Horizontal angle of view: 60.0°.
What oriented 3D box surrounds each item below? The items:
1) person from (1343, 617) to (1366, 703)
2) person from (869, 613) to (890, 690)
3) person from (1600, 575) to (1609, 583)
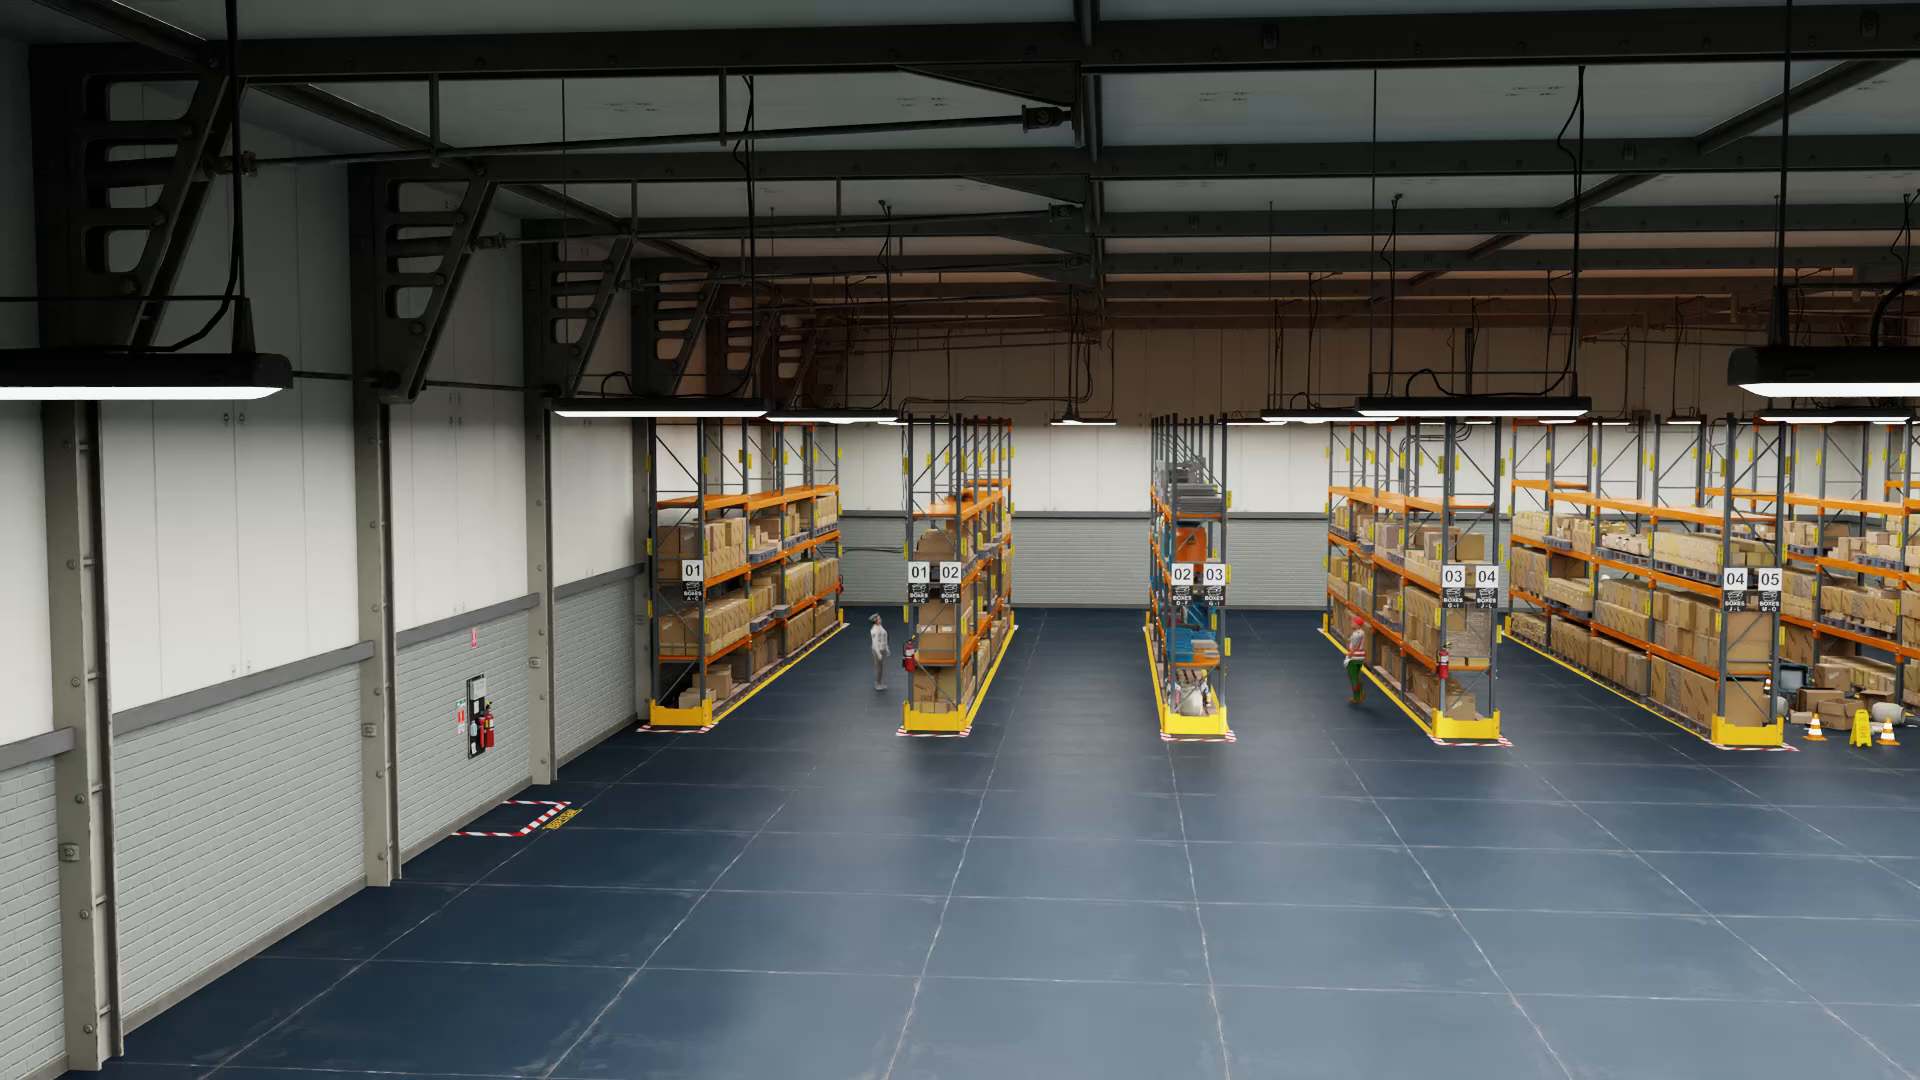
[{"bbox_3d":[8.215,2.495,34.601,0.571,1.805,0.456,-3,5,-36],"label":"person"},{"bbox_3d":[-1.782,2.428,36.468,0.376,1.696,0.540,2,4,28],"label":"person"},{"bbox_3d":[17.312,1.831,44.801,0.454,1.781,0.585,1,4,21],"label":"person"}]
